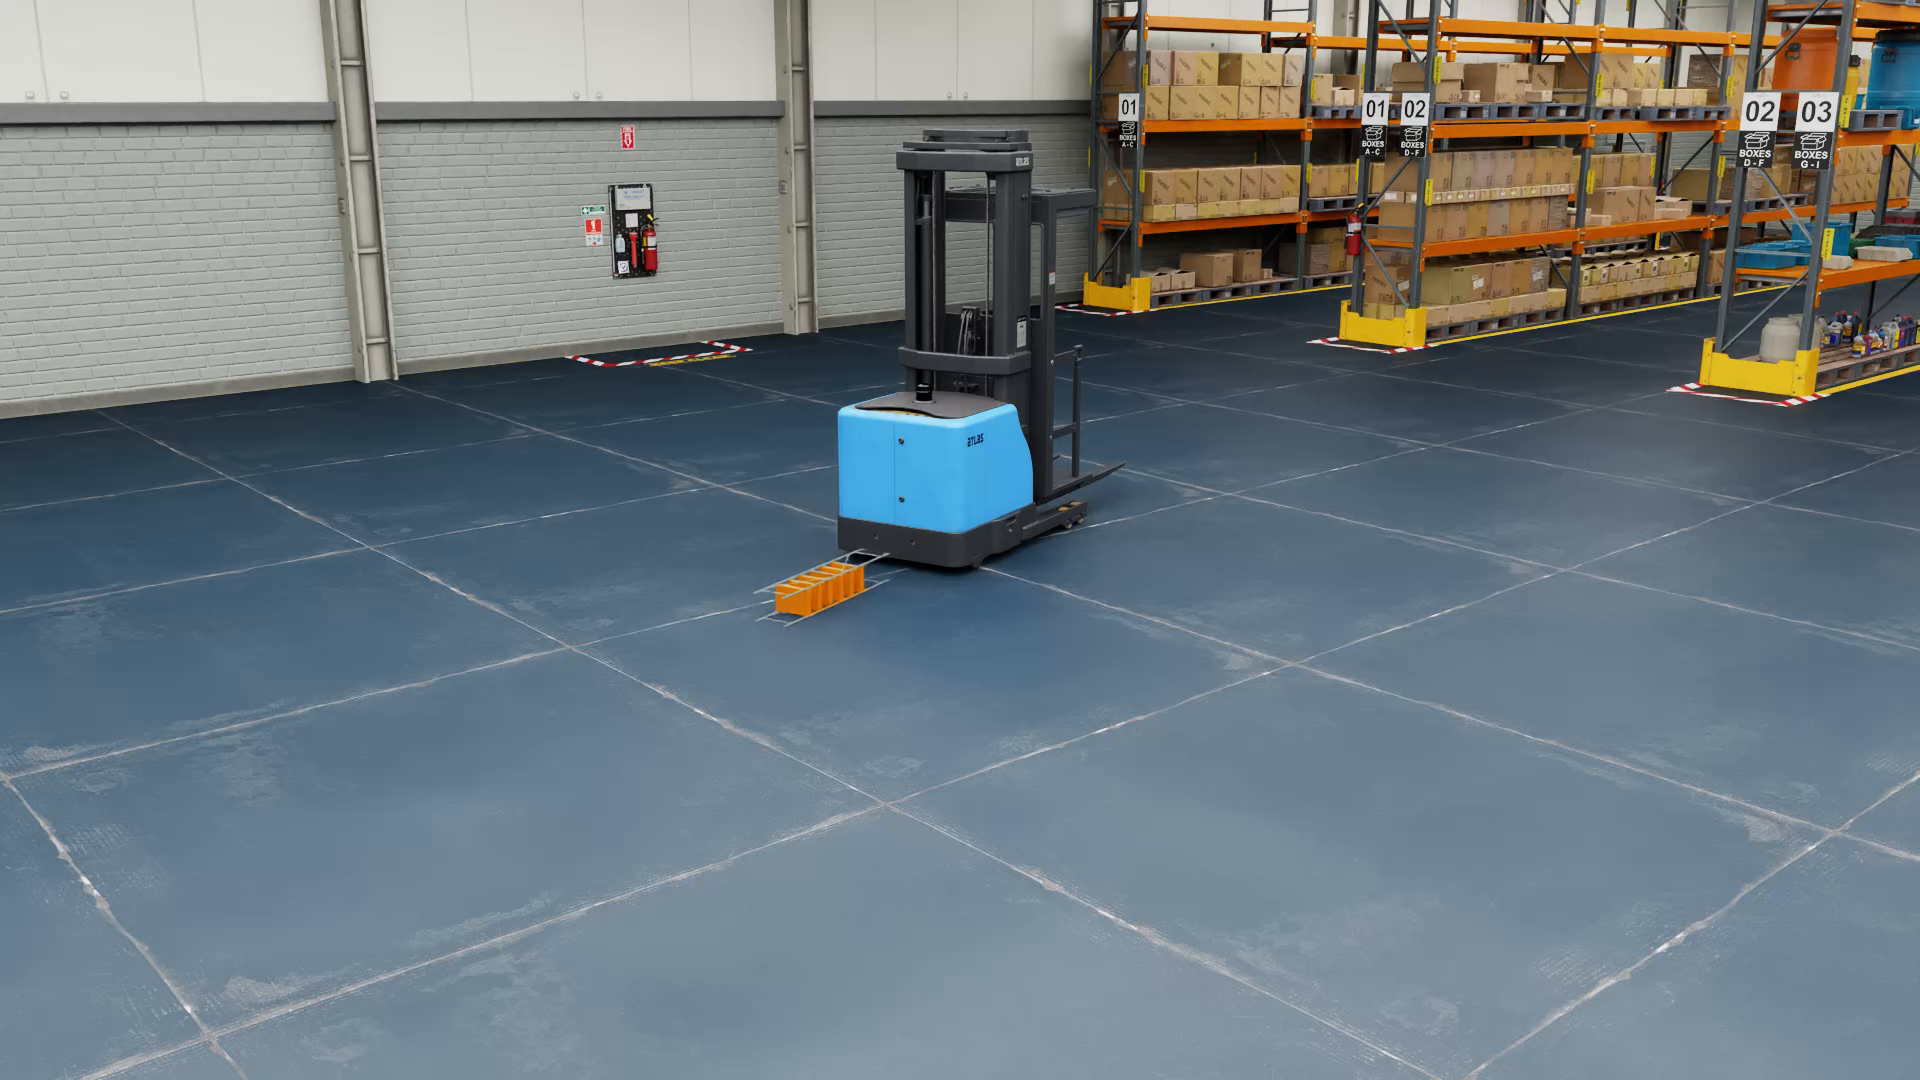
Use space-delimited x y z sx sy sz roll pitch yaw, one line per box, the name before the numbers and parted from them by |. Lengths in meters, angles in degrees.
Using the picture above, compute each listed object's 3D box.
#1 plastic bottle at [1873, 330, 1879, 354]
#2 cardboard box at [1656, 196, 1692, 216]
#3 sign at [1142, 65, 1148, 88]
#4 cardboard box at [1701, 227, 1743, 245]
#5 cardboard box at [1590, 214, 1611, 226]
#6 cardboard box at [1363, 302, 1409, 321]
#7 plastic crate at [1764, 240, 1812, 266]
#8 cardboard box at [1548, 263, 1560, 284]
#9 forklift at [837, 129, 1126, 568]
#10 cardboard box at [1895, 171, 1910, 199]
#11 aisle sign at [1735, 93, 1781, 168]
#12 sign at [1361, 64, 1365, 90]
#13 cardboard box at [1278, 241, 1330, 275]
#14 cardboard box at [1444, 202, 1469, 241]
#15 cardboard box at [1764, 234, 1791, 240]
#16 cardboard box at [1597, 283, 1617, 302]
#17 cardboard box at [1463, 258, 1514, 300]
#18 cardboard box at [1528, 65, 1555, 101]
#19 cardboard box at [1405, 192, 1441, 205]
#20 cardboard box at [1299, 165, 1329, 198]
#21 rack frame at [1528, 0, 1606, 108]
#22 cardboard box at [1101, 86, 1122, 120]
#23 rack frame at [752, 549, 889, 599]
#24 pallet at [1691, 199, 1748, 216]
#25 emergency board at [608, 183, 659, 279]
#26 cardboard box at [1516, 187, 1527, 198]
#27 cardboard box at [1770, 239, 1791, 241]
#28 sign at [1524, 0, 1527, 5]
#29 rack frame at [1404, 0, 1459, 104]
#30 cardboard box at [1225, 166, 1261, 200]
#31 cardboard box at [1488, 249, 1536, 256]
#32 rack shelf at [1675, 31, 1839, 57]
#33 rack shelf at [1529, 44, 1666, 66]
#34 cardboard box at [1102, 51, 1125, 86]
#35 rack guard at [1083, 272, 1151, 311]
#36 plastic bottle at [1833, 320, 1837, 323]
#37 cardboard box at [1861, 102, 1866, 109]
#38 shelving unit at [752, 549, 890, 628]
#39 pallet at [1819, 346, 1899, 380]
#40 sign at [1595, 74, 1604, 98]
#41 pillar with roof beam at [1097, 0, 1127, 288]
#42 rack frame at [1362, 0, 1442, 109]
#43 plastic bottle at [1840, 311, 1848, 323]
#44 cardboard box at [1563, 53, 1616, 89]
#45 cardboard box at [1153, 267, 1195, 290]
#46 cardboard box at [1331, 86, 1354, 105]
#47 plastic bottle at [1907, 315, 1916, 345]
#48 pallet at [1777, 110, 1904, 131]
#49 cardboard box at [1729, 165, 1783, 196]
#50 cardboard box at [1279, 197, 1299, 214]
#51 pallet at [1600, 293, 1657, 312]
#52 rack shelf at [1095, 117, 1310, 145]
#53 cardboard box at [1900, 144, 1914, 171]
plastic bottle | 10.772 -2.336 19.618 0.097 0.271 0.097 0 15 0
cardboard box | 11.349 -5.344 26.618 0.500 0.311 0.500 -11 19 -36
sign | 2.719 -6.815 24.445 0.005 0.325 0.100 -13 19 -39
cardboard box | 13.012 -5.196 28.429 0.500 0.250 0.500 -13 20 -40
cardboard box | 9.437 -4.752 24.714 0.250 0.149 0.380 -13 19 -39
cardboard box | 5.828 -3.108 22.588 0.500 0.250 0.500 -13 19 -39
plastic crate | 9.541 -3.300 19.082 0.408 0.251 0.499 -13 19 -39
cardboard box | 8.752 -4.033 24.963 0.500 0.311 0.500 -13 19 -39
forklift | 0.319 -1.555 12.392 1.130 2.935 3.031 9 17 29
cardboard box | 17.528 -6.715 31.384 0.500 0.500 0.500 -12 19 -38
aisle sign | 8.617 -4.422 17.955 0.004 0.787 0.394 -13 19 -39
sign | 5.271 -6.032 21.645 0.005 0.325 0.100 -13 19 -39
cardboard box | 5.924 -4.859 28.621 0.500 0.500 0.700 -12 19 -38
cardboard box | 6.371 -4.300 22.342 0.500 0.500 0.700 -12 19 -38
cardboard box | 14.913 -5.275 30.176 0.500 0.500 0.500 -13 19 -39
cardboard box | 9.488 -3.744 24.968 0.500 0.250 0.500 -12 19 -38
cardboard box | 7.301 -3.623 23.063 0.500 0.500 0.500 -13 19 -39
cardboard box | 8.082 -6.497 23.669 0.500 0.500 0.500 -11 18 -35
cardboard box | 6.055 -4.472 21.727 0.250 0.149 0.380 -13 20 -40
cardboard box | 5.786 -6.067 28.105 0.500 0.500 0.700 -13 19 -39
rack frame | 8.635 -7.661 23.494 0.127 3.000 1.000 -13 19 -39
cardboard box | 2.511 -6.676 25.386 0.500 0.500 0.500 -11 18 -35
rack frame | -0.879 0.212 10.727 0.240 0.006 1.200 9 17 29
pallet | 12.117 -5.476 27.311 1.003 0.211 1.213 -13 19 -39
emergency board | -4.093 -3.908 21.070 0.643 1.169 0.194 -13 19 -39
cardboard box | 7.611 -4.822 23.039 0.250 0.149 0.380 -12 19 -38
cardboard box | 14.486 -4.984 29.086 0.500 0.500 0.500 -13 20 -40
sign | 11.069 -10.620 32.455 0.005 0.325 0.100 -13 19 -39
rack frame | 8.398 -9.303 29.639 0.127 3.000 1.000 -13 19 -39
cardboard box | 4.467 -5.717 26.639 0.500 0.500 0.500 -13 20 -41
cardboard box | 8.079 -3.982 24.407 0.500 0.500 0.500 -13 19 -39
rack shelf | 13.161 -8.137 27.444 4.000 0.370 1.077 -13 19 -39
rack shelf | 12.924 -9.778 33.589 4.000 0.370 1.077 -13 19 -39
cardboard box | 2.516 -7.163 25.272 0.500 0.500 0.500 -12 19 -37
rack guard | 2.420 -3.854 25.711 0.348 0.500 1.175 -13 19 -39
plastic bottle | 10.773 -2.572 20.502 0.097 0.271 0.097 0 15 0
cardboard box | 15.957 -7.697 29.733 0.500 0.250 0.500 -13 19 -39
shelving unit | -0.879 0.300 10.750 0.258 0.189 1.200 9 17 29
pallet | 10.429 -2.137 19.843 1.213 0.211 1.003 -13 19 -39
sign | 9.000 -6.392 23.401 0.005 0.325 0.100 -13 19 -39
pillar with roof beam | 5.149 -7.396 22.502 0.400 9.000 9.100 -13 19 -39
rack frame | 5.617 -6.984 20.958 0.127 3.000 1.000 -13 19 -39
plastic bottle | 11.002 -2.675 20.732 0.185 0.351 0.144 -12 19 -38
cardboard box | 9.126 -6.802 24.112 0.500 0.500 0.500 -12 19 -39
cardboard box | 3.374 -4.159 26.365 0.500 0.311 0.500 -11 18 -35
cardboard box | 6.310 -7.517 28.126 0.500 0.311 0.500 -12 19 -38
plastic bottle | 11.587 -2.566 20.323 0.185 0.351 0.144 -13 20 -41
pallet | 9.554 -4.599 18.210 1.213 0.211 1.003 -13 19 -39
cardboard box | 13.688 -6.204 28.655 0.500 0.500 0.700 -9 17 -31
cardboard box | 5.222 -5.525 27.372 0.500 0.250 0.500 -13 19 -39
pallet | 10.086 -3.756 25.902 1.213 0.211 1.003 -13 19 -39
rack shelf | 3.871 -6.489 26.314 4.000 0.370 1.077 -13 19 -39
cardboard box | 17.532 -7.198 31.254 0.500 0.500 0.500 -13 20 -40
